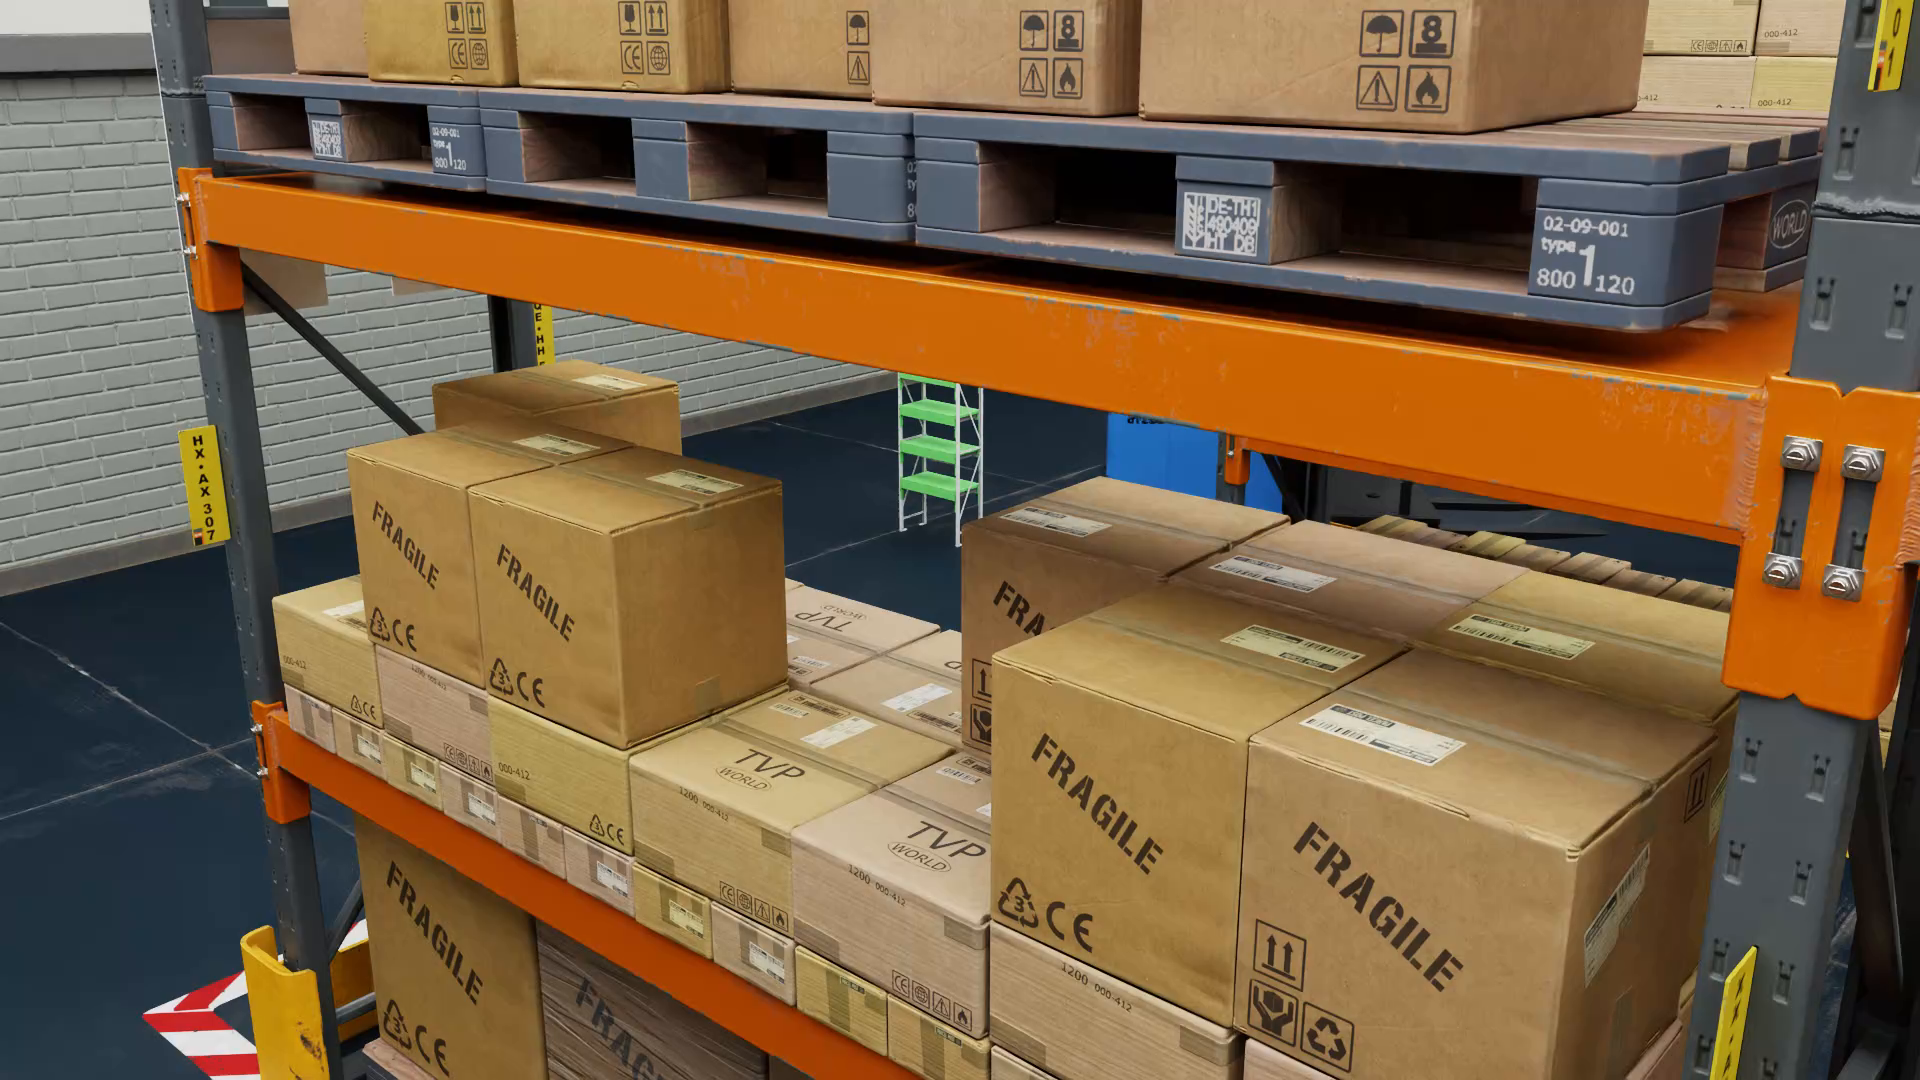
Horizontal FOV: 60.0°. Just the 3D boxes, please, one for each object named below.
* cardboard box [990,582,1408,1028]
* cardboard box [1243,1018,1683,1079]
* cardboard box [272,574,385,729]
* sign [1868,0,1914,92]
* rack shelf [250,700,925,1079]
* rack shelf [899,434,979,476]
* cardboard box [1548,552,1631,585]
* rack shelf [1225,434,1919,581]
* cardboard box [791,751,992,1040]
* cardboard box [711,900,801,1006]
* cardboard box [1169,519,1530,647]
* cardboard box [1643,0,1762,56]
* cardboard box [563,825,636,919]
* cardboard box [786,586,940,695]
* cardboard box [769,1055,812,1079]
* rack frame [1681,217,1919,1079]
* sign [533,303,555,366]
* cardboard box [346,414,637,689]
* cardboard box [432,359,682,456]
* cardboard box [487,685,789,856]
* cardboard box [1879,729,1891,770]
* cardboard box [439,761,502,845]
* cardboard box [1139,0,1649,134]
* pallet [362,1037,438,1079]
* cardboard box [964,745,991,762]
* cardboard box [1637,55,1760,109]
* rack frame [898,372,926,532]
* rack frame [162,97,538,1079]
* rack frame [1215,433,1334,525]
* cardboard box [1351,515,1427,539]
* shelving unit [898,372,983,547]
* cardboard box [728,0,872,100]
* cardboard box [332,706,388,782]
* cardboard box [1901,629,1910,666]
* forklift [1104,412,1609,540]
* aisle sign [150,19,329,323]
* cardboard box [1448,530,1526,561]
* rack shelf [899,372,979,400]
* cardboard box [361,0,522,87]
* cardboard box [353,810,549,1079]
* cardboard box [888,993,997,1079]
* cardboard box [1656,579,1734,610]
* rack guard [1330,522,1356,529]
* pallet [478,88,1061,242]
[{"bbox_3d":[0.401,0.420,2.845,0.500,0.500,0.500,15,23,40],"label":"cardboard box"},{"bbox_3d":[0.790,0.882,2.631,0.500,0.250,0.500,14,23,38],"label":"cardboard box"},{"bbox_3d":[-1.517,0.265,4.573,0.500,0.250,0.500,14,23,38],"label":"cardboard box"},{"bbox_3d":[0.927,-0.607,1.620,0.005,0.325,0.100,15,23,39],"label":"sign"},{"bbox_3d":[-0.201,0.923,3.935,4.000,0.370,1.077,15,23,39],"label":"rack shelf"},{"bbox_3d":[-0.124,-0.544,10.554,0.480,0.148,0.258,15,23,39],"label":"rack shelf"},{"bbox_3d":[3.052,0.195,8.075,0.250,0.149,0.380,16,24,41],"label":"cardboard box"},{"bbox_3d":[3.167,-0.179,7.407,4.000,0.370,1.077,15,23,39],"label":"rack shelf"},{"bbox_3d":[0.020,0.676,3.279,0.500,0.250,0.500,16,23,40],"label":"cardboard box"},{"bbox_3d":[-0.302,0.805,3.533,0.250,0.149,0.380,16,23,40],"label":"cardboard box"},{"bbox_3d":[0.743,0.299,3.228,0.500,0.500,0.500,15,23,39],"label":"cardboard box"},{"bbox_3d":[2.967,-2.063,6.617,0.500,0.250,0.500,14,22,37],"label":"cardboard box"},{"bbox_3d":[-0.687,0.701,3.858,0.250,0.149,0.380,15,23,39],"label":"cardboard box"},{"bbox_3d":[-0.399,0.349,4.309,0.500,0.250,0.500,14,22,37],"label":"cardboard box"},{"bbox_3d":[0.181,1.462,3.863,0.875,0.875,0.875,15,23,39],"label":"cardboard box"},{"bbox_3d":[1.295,0.981,2.561,0.127,3.000,1.000,15,23,39],"label":"rack frame"},{"bbox_3d":[-1.327,-0.607,5.259,0.005,0.325,0.100,15,23,39],"label":"sign"},{"bbox_3d":[-1.143,0.008,4.143,0.500,0.500,0.500,14,23,38],"label":"cardboard box"},{"bbox_3d":[-1.158,-0.211,4.835,0.500,0.500,0.500,15,23,40],"label":"cardboard box"},{"bbox_3d":[-0.751,0.470,3.929,0.500,0.250,0.500,14,22,37],"label":"cardboard box"},{"bbox_3d":[3.793,0.804,6.648,0.250,0.149,0.380,14,22,37],"label":"cardboard box"},{"bbox_3d":[-1.070,0.598,4.183,0.250,0.149,0.380,15,23,38],"label":"cardboard box"},{"bbox_3d":[0.669,-0.887,2.466,0.500,0.500,0.700,13,22,36],"label":"cardboard box"},{"bbox_3d":[-1.047,1.650,5.063,1.213,0.211,1.003,15,23,39],"label":"pallet"},{"bbox_3d":[0.357,0.554,3.665,0.500,0.250,0.500,16,23,41],"label":"cardboard box"},{"bbox_3d":[3.000,-1.821,6.679,0.500,0.250,0.500,15,23,39],"label":"cardboard box"},{"bbox_3d":[-0.306,-0.654,10.689,0.015,1.200,0.240,15,23,39],"label":"rack frame"},{"bbox_3d":[-1.697,0.178,5.092,0.127,3.000,1.000,15,23,39],"label":"rack frame"},{"bbox_3d":[1.671,-0.924,8.564,0.127,3.000,1.000,15,23,39],"label":"rack frame"},{"bbox_3d":[2.235,0.000,8.687,0.250,0.149,0.380,15,23,40],"label":"cardboard box"},{"bbox_3d":[-0.124,-0.605,10.535,0.503,1.200,0.258,15,23,39],"label":"shelving unit"},{"bbox_3d":[-0.027,-1.134,3.241,0.500,0.500,0.700,16,24,42],"label":"cardboard box"},{"bbox_3d":[-1.458,0.495,4.509,0.250,0.149,0.380,15,23,38],"label":"cardboard box"},{"bbox_3d":[3.944,0.483,7.167,0.250,0.149,0.380,14,23,38],"label":"cardboard box"},{"bbox_3d":[2.419,-1.359,10.048,3.031,2.935,1.130,1,18,5],"label":"forklift"},{"bbox_3d":[-1.950,-1.008,4.530,0.004,0.787,0.394,15,23,39],"label":"aisle sign"},{"bbox_3d":[2.663,0.087,8.414,0.250,0.149,0.380,14,23,38],"label":"cardboard box"},{"bbox_3d":[-0.124,-1.002,10.409,0.480,0.148,0.258,15,23,39],"label":"rack shelf"},{"bbox_3d":[-0.932,-1.315,3.811,0.500,0.500,0.700,14,22,37],"label":"cardboard box"},{"bbox_3d":[-1.165,1.101,5.002,0.875,0.875,0.875,15,23,39],"label":"cardboard box"},{"bbox_3d":[0.079,0.907,3.209,0.250,0.149,0.380,16,23,40],"label":"cardboard box"},{"bbox_3d":[3.390,0.319,7.683,0.250,0.149,0.380,15,23,40],"label":"cardboard box"},{"bbox_3d":[1.728,0.283,8.894,0.348,0.500,1.175,15,23,39],"label":"rack guard"},{"bbox_3d":[-0.219,-0.818,3.418,1.213,0.211,1.003,15,23,39],"label":"pallet"}]
